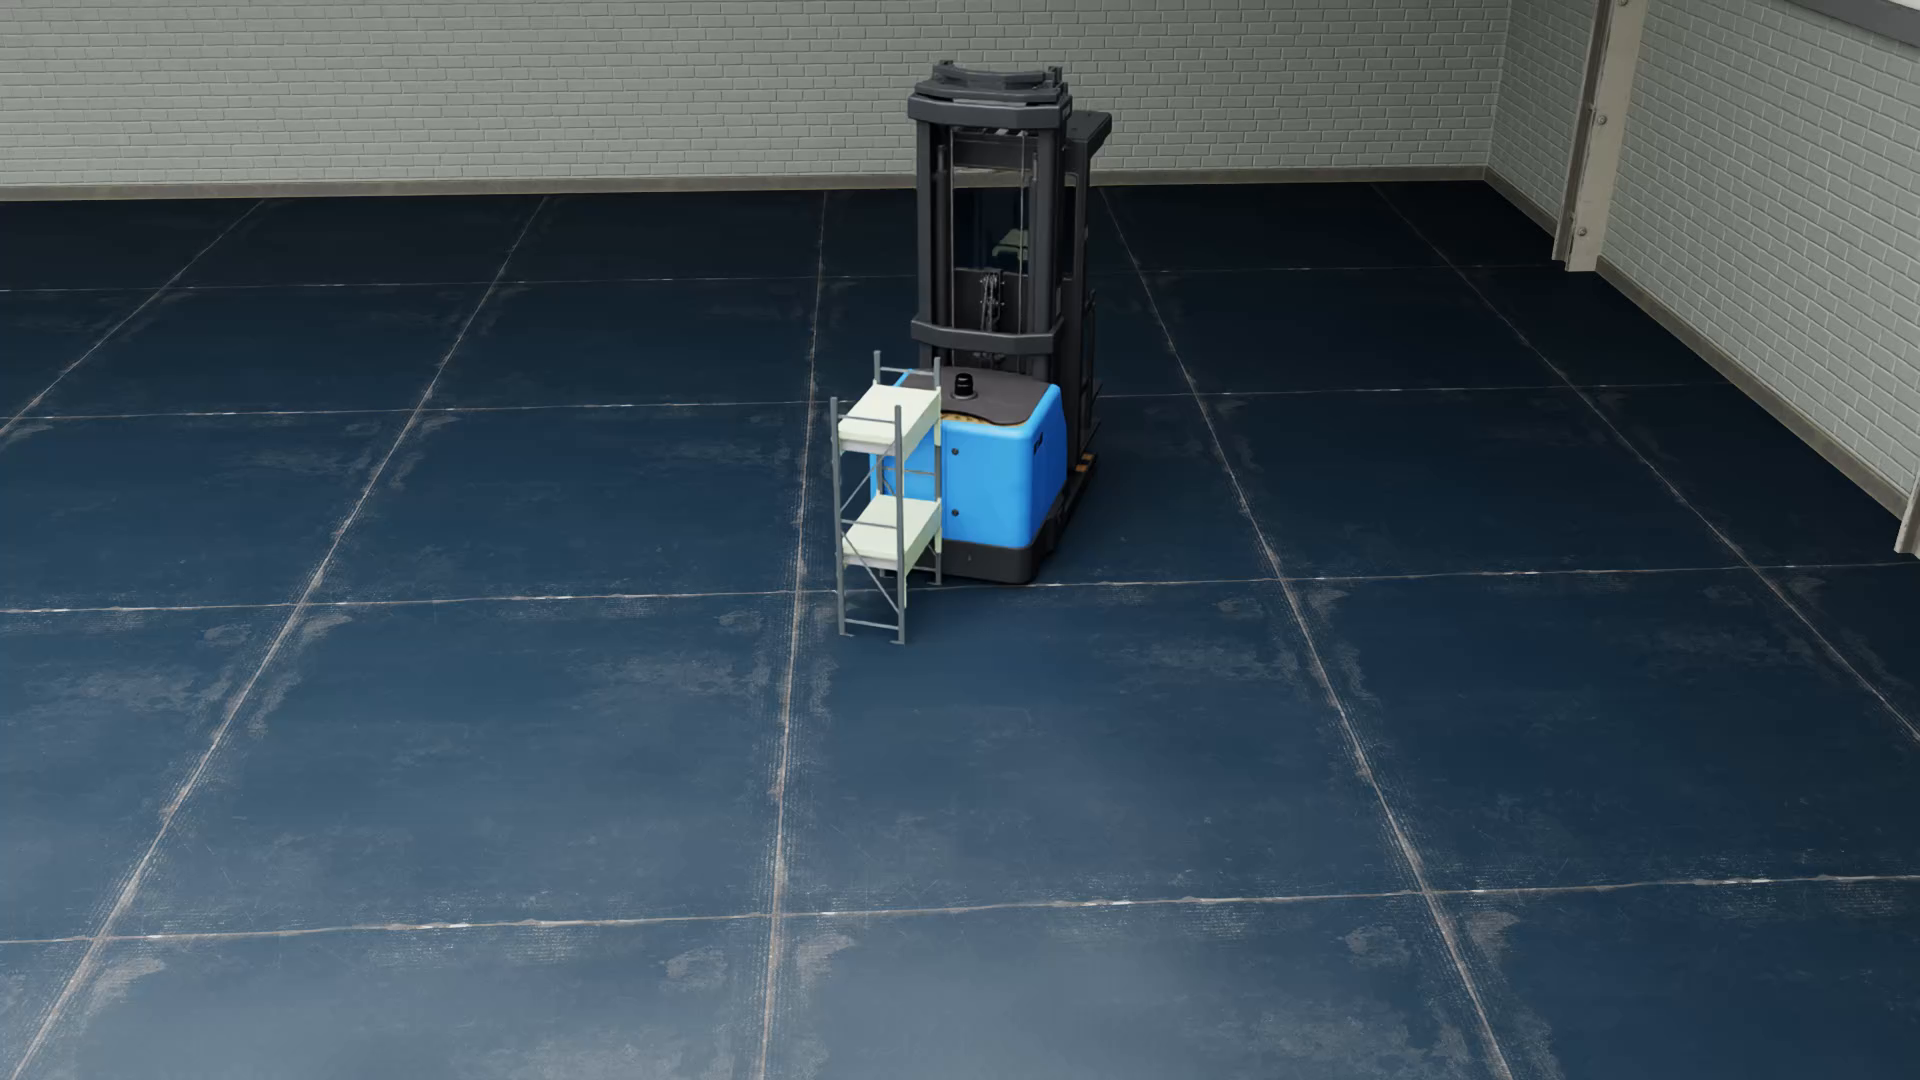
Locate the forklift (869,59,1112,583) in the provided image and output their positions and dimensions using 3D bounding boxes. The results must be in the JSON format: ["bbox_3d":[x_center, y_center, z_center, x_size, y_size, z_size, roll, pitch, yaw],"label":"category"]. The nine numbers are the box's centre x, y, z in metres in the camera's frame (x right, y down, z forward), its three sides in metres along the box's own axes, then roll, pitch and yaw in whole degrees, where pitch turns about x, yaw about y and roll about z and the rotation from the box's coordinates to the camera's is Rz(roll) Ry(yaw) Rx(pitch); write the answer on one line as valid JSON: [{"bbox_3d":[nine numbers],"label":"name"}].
[{"bbox_3d":[0.336,-1.698,10.898,1.130,2.935,3.031,8,29,14],"label":"forklift"}]

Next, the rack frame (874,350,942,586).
[{"bbox_3d":[-0.307,-0.410,9.976,0.400,1.500,0.023,8,29,14],"label":"rack frame"}]

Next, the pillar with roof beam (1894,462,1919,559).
[{"bbox_3d":[1.873,-3.742,8.255,9.100,9.000,0.400,-1,28,-3],"label":"pillar with roof beam"}]

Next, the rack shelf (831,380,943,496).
[{"bbox_3d":[-0.409,-0.593,9.484,0.431,0.370,0.720,8,29,14],"label":"rack shelf"}]

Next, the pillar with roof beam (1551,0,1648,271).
[{"bbox_3d":[1.559,-6.513,13.568,9.100,9.000,0.400,-1,28,-3],"label":"pillar with roof beam"}]

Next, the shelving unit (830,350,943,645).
[{"bbox_3d":[-0.409,-0.247,9.664,0.431,1.500,0.755,8,29,14],"label":"shelving unit"}]

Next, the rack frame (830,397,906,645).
[{"bbox_3d":[-0.511,-0.085,9.353,0.400,1.500,0.023,8,29,14],"label":"rack frame"}]

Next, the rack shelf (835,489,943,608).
[{"bbox_3d":[-0.409,0.042,9.815,0.431,0.370,0.720,8,29,14],"label":"rack shelf"}]
